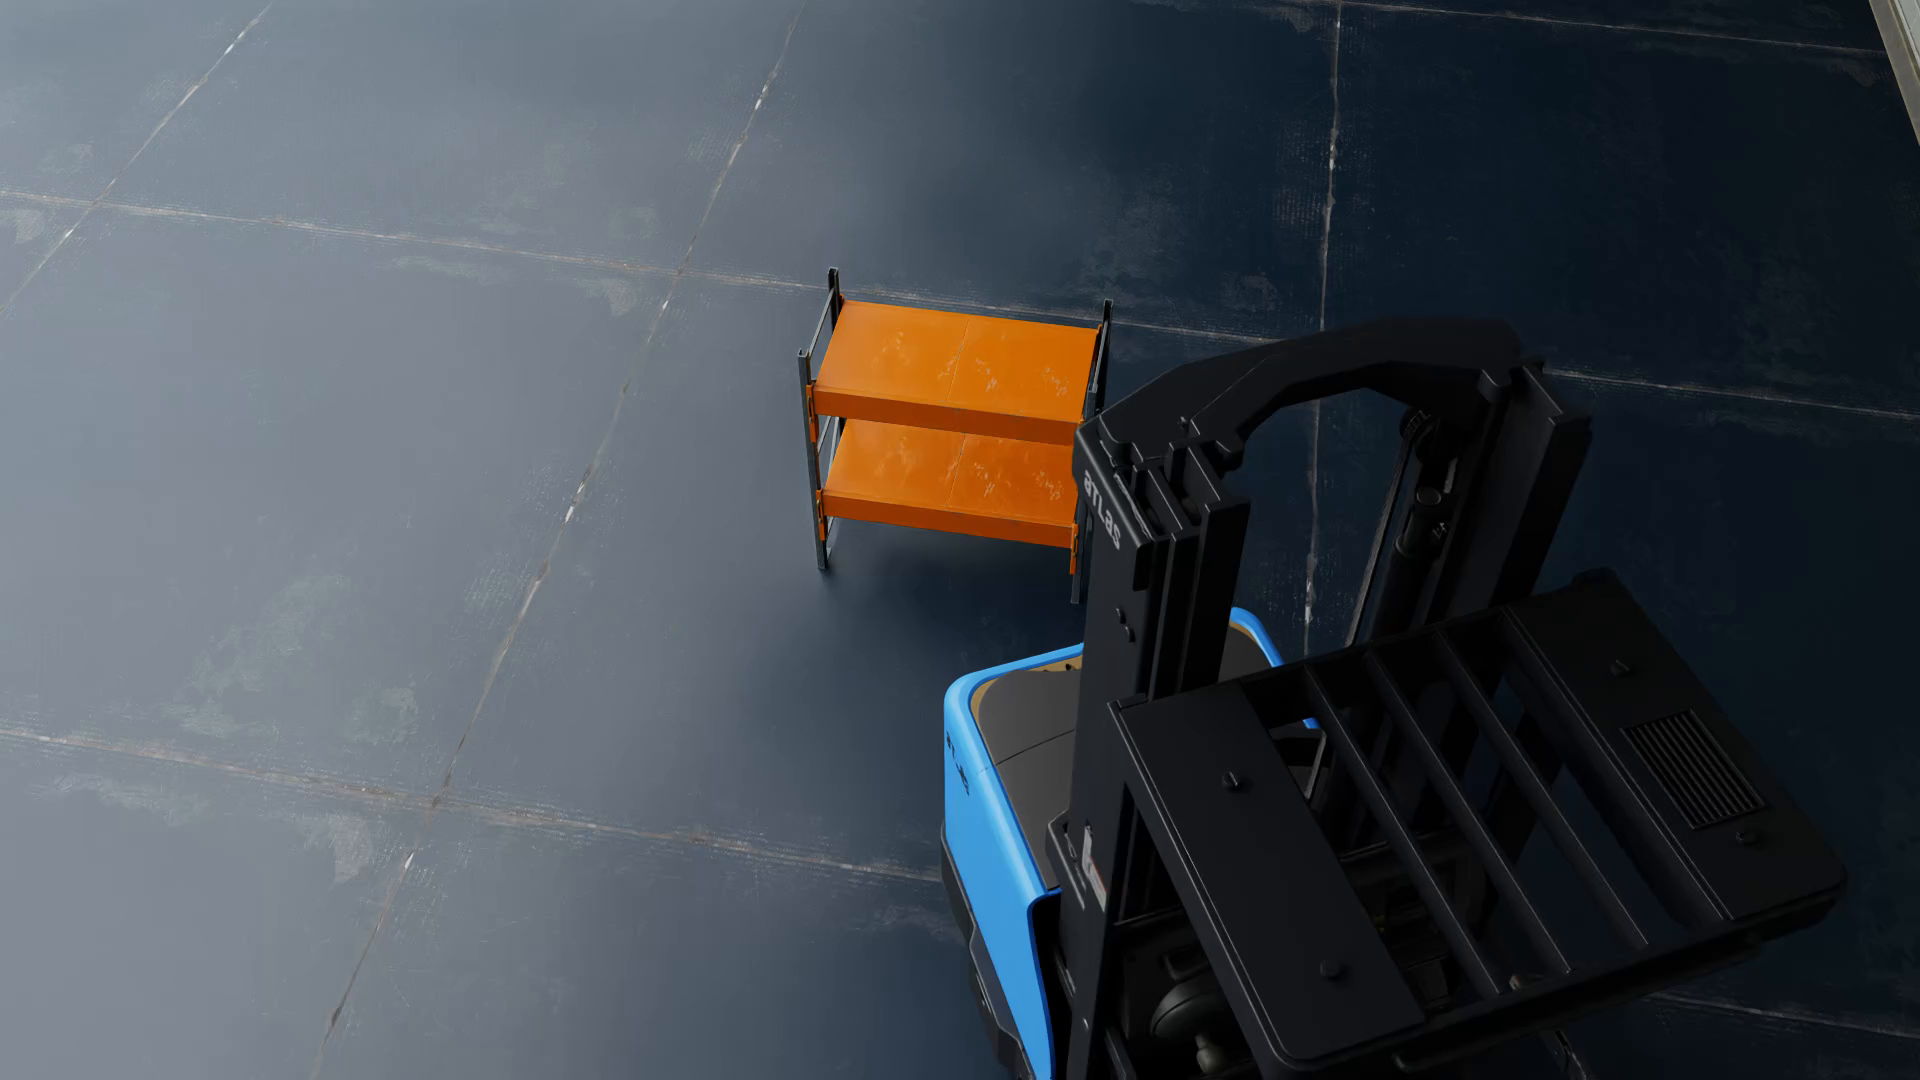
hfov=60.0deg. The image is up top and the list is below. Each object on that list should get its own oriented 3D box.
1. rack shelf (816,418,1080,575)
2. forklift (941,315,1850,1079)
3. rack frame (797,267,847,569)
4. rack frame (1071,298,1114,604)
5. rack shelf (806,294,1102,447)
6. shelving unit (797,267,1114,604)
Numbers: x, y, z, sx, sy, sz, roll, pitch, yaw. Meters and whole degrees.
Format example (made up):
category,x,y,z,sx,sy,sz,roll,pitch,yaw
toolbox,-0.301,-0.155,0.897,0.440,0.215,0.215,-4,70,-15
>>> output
category,x,y,z,sx,sy,sz,roll,pitch,yaw
rack shelf,-0.007,-0.213,6.486,1.000,0.278,0.538,8,49,7
forklift,0.884,1.079,3.782,1.130,2.935,3.031,-14,50,-12
rack frame,-0.507,-0.444,6.365,0.032,1.125,0.500,8,49,7
rack frame,0.494,-0.310,6.244,0.032,1.125,0.500,8,49,7
rack shelf,-0.007,-0.572,6.087,1.000,0.278,0.538,8,49,7
shelving unit,-0.007,-0.377,6.304,1.048,1.125,0.538,8,49,7
